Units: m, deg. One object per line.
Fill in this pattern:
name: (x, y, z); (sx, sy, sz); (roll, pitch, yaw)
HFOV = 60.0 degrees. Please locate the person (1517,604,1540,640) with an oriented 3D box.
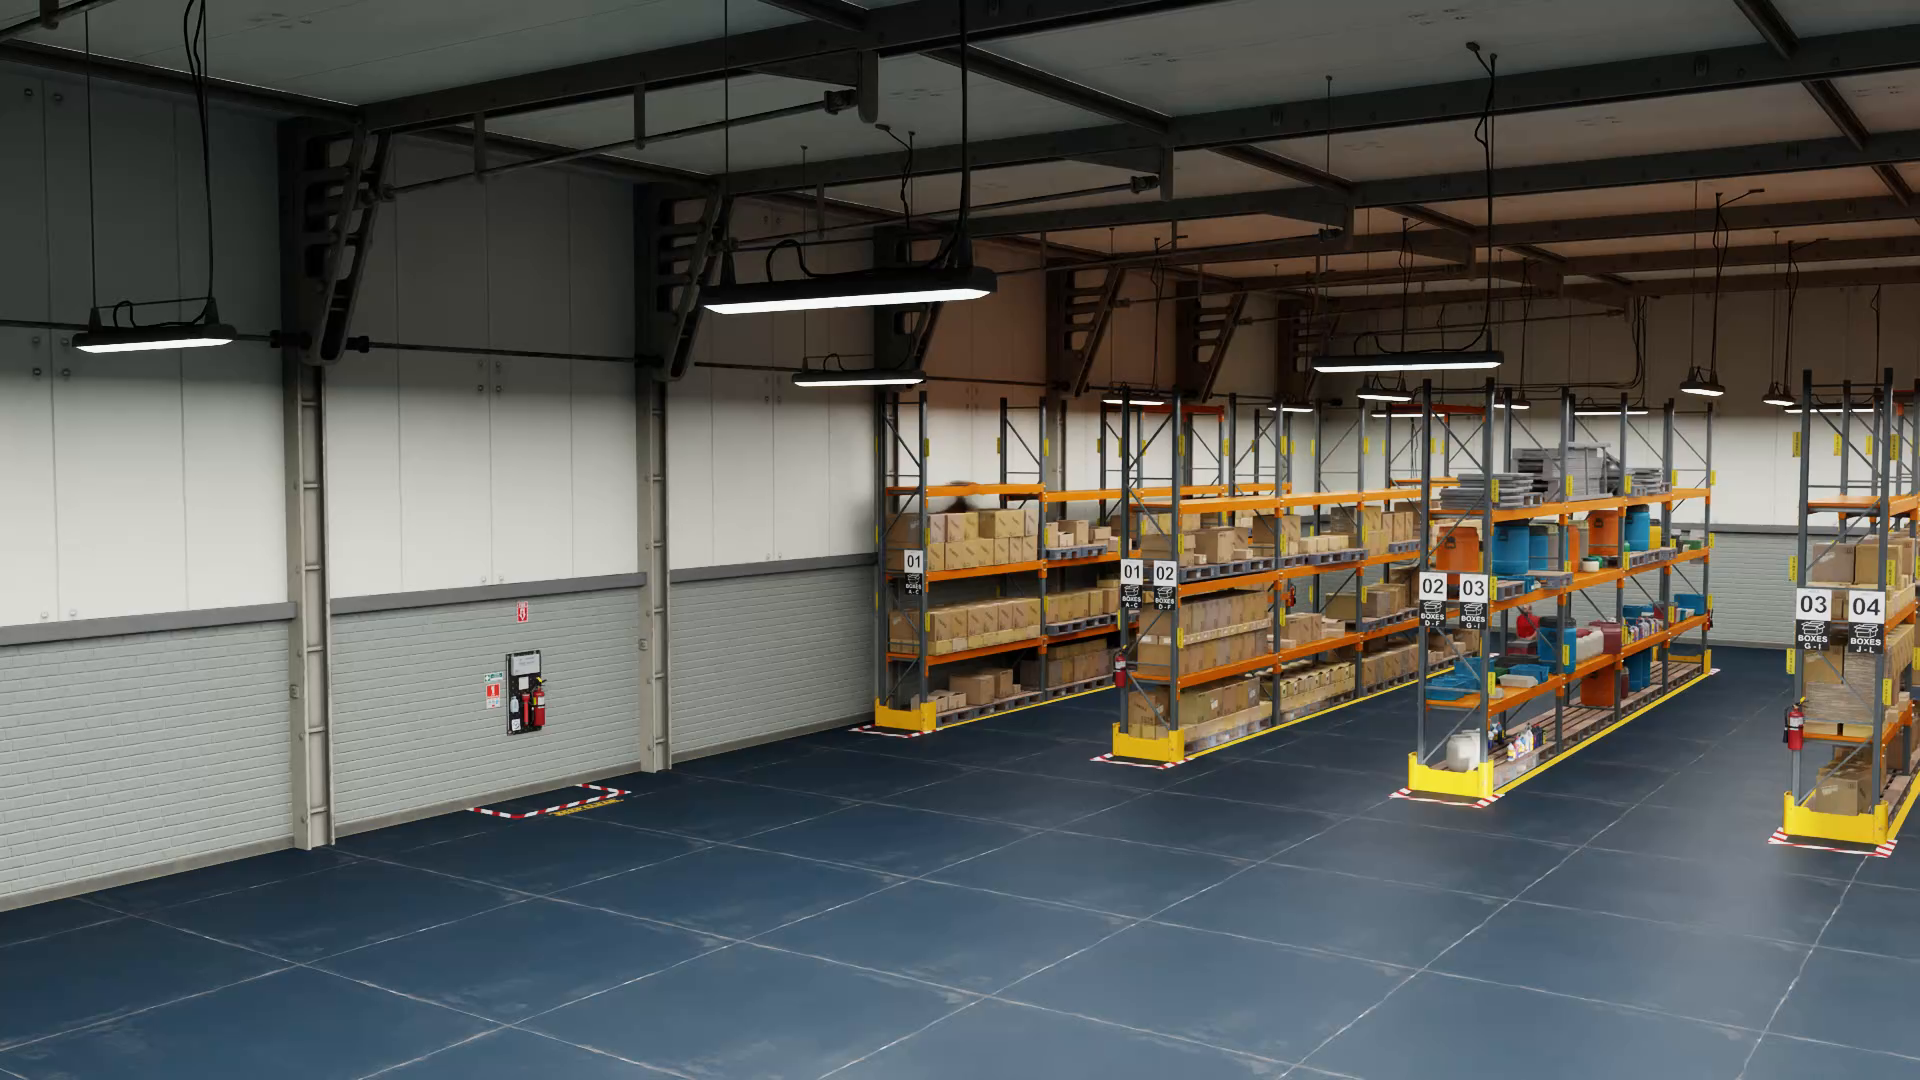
person: (12.084, 2.209, 35.426); (0.571, 1.716, 0.985); (2, 4, 34)
